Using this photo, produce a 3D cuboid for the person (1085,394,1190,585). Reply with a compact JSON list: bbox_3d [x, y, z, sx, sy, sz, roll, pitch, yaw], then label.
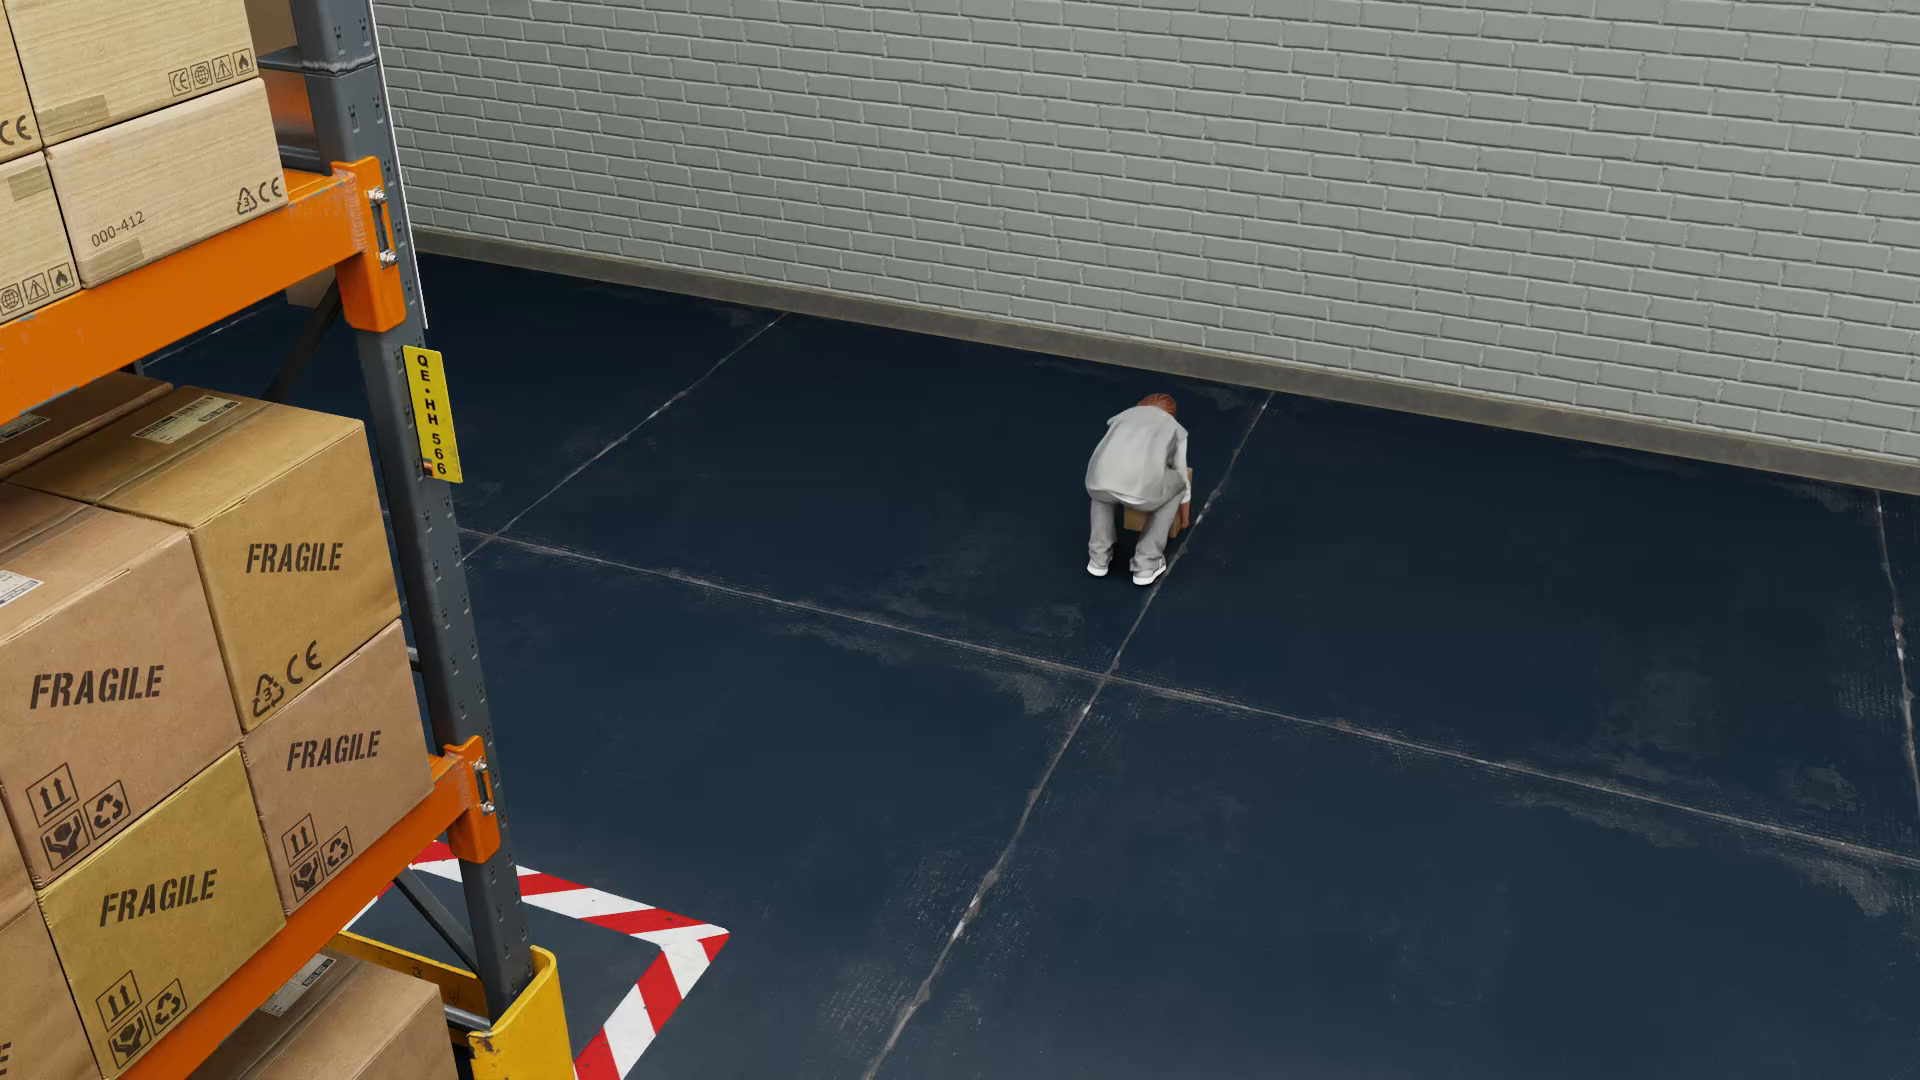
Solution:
[{"bbox_3d":[0.798,-0.238,7.448,0.425,0.747,0.874,11,32,18],"label":"person"}]
